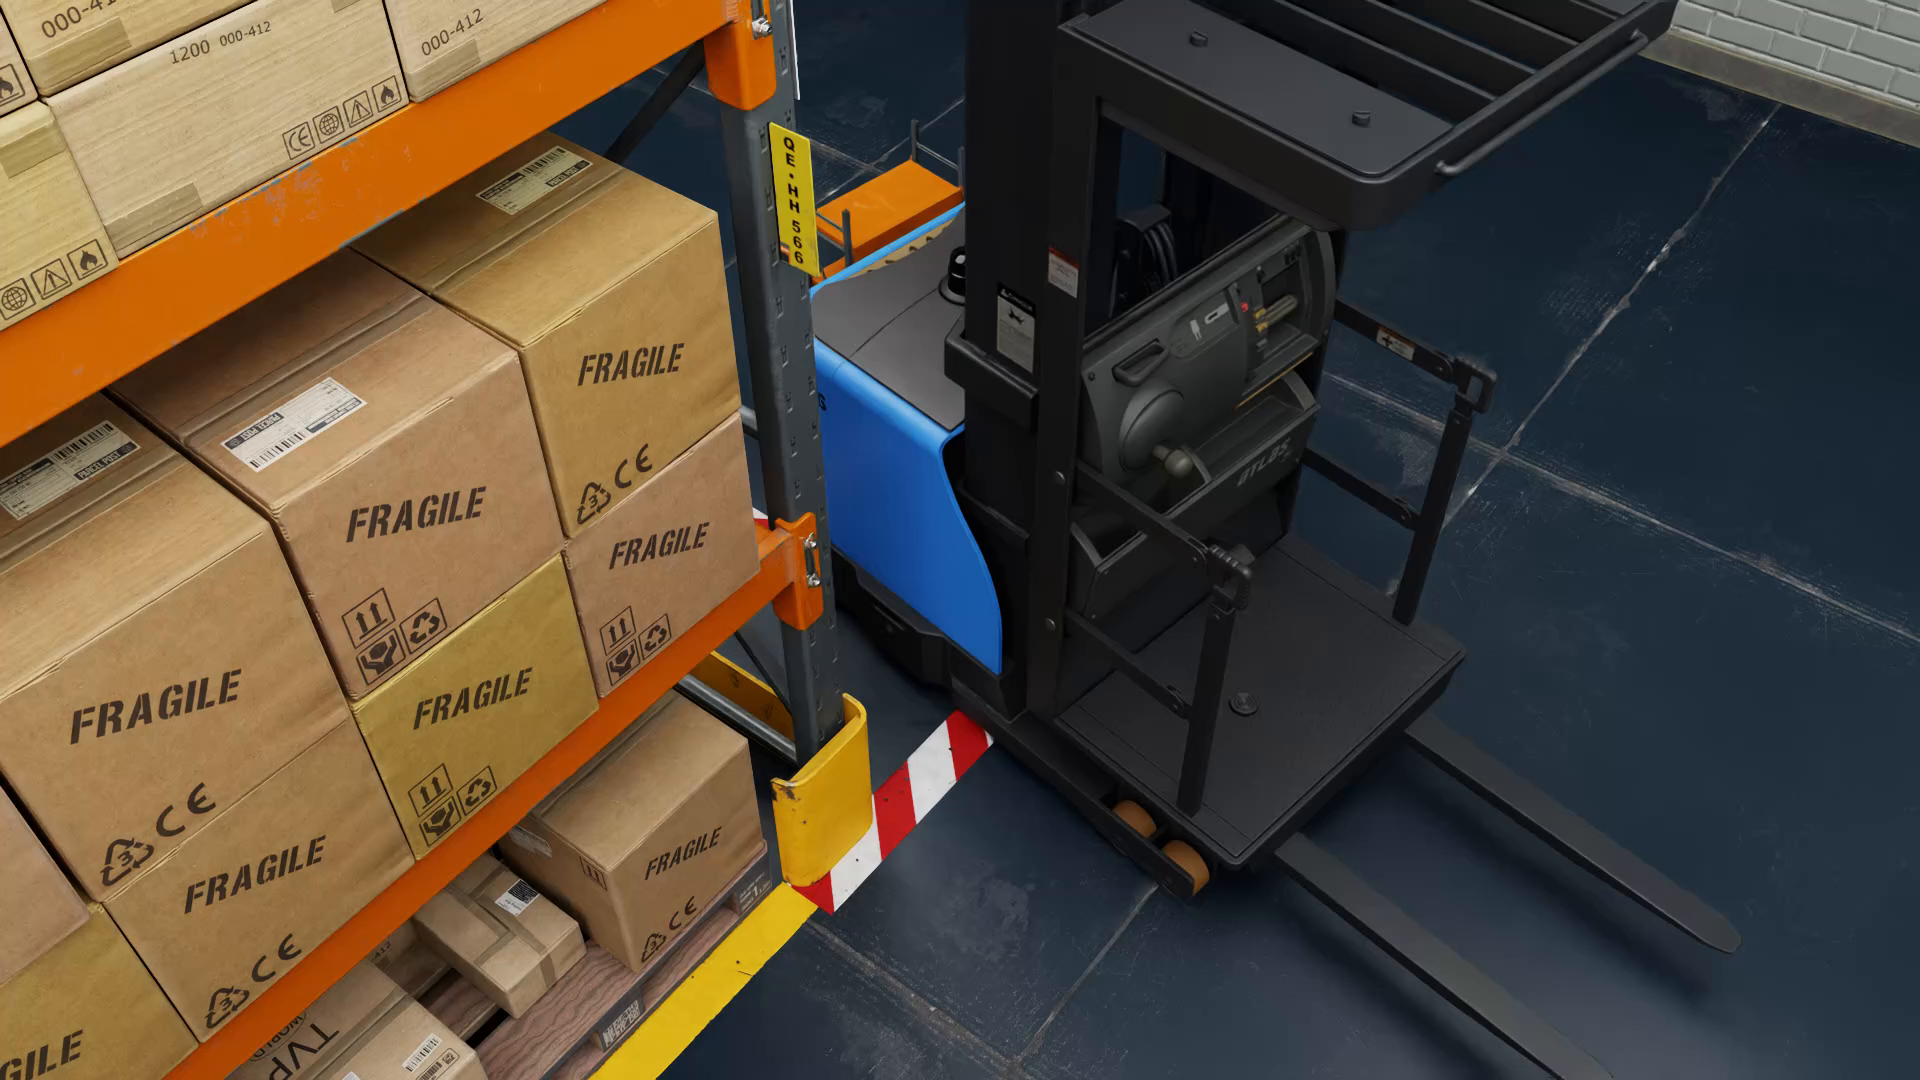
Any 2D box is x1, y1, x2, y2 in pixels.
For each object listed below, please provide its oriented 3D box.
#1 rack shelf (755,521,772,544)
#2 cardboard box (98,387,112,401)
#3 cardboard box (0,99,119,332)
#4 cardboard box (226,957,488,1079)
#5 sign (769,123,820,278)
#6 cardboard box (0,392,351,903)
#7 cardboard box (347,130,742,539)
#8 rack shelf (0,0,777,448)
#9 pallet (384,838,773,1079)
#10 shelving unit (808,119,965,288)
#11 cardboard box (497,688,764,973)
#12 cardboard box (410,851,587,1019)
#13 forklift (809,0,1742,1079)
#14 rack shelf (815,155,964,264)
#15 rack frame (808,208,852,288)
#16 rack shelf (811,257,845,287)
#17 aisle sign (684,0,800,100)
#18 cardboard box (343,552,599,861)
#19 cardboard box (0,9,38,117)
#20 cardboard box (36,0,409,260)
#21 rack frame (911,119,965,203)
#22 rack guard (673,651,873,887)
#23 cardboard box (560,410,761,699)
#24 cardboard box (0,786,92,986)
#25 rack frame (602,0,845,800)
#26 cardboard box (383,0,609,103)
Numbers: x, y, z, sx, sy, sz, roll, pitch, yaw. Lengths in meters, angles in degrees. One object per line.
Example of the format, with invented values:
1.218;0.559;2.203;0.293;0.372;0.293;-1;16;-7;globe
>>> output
-1.976;0.909;3.170;0.919;0.124;3.809;29;53;25;rack shelf
-1.547;-0.357;3.256;0.500;0.500;0.500;30;53;25;cardboard box
-1.469;-0.417;2.104;0.500;0.250;0.500;29;53;25;cardboard box
-1.496;1.331;4.001;0.500;0.250;0.500;29;53;25;cardboard box
-0.327;-0.669;3.295;0.100;0.325;0.005;29;53;25;sign
-1.430;0.168;2.755;0.500;0.500;0.500;31;54;26;cardboard box
-0.808;-0.420;3.317;0.500;0.500;0.500;29;53;25;cardboard box
-1.976;-0.060;2.156;1.077;0.370;4.000;29;53;25;rack shelf
-1.287;1.047;4.604;1.003;0.211;1.213;29;53;25;pallet
-0.245;-0.763;5.648;0.503;1.200;0.258;-35;55;-29;shelving unit
-0.891;0.715;4.417;0.500;0.500;0.500;29;53;25;cardboard box
-1.210;1.022;4.354;0.380;0.166;0.250;29;53;25;cardboard box
0.795;-0.414;4.119;1.130;2.935;3.031;-35;55;-29;forklift
-0.246;-1.035;5.365;0.480;0.148;0.258;-35;55;-29;rack shelf
-0.421;-0.640;5.531;0.015;1.200;0.240;-35;55;-29;rack frame
-0.246;-0.871;5.535;0.480;0.148;0.258;-35;55;-29;rack shelf
-0.470;-1.218;3.042;0.394;0.787;0.004;29;53;25;aisle sign
-1.127;0.224;3.393;0.500;0.500;0.500;30;53;25;cardboard box
-1.480;-0.596;1.929;0.500;0.250;0.500;29;53;25;cardboard box
-1.173;-0.709;2.382;0.500;0.250;0.500;29;53;25;cardboard box
-0.069;-0.885;5.765;0.015;1.200;0.240;-35;55;-29;rack frame
-0.800;0.490;4.936;1.175;0.500;0.348;29;53;25;rack guard
-0.812;-0.075;3.678;0.500;0.500;0.500;31;54;26;cardboard box
-1.744;0.462;2.474;0.500;0.500;0.500;31;54;26;cardboard box
-0.754;-0.417;4.074;1.000;3.000;0.127;29;53;25;rack frame
-0.859;-0.991;2.651;0.500;0.250;0.500;29;53;25;cardboard box
